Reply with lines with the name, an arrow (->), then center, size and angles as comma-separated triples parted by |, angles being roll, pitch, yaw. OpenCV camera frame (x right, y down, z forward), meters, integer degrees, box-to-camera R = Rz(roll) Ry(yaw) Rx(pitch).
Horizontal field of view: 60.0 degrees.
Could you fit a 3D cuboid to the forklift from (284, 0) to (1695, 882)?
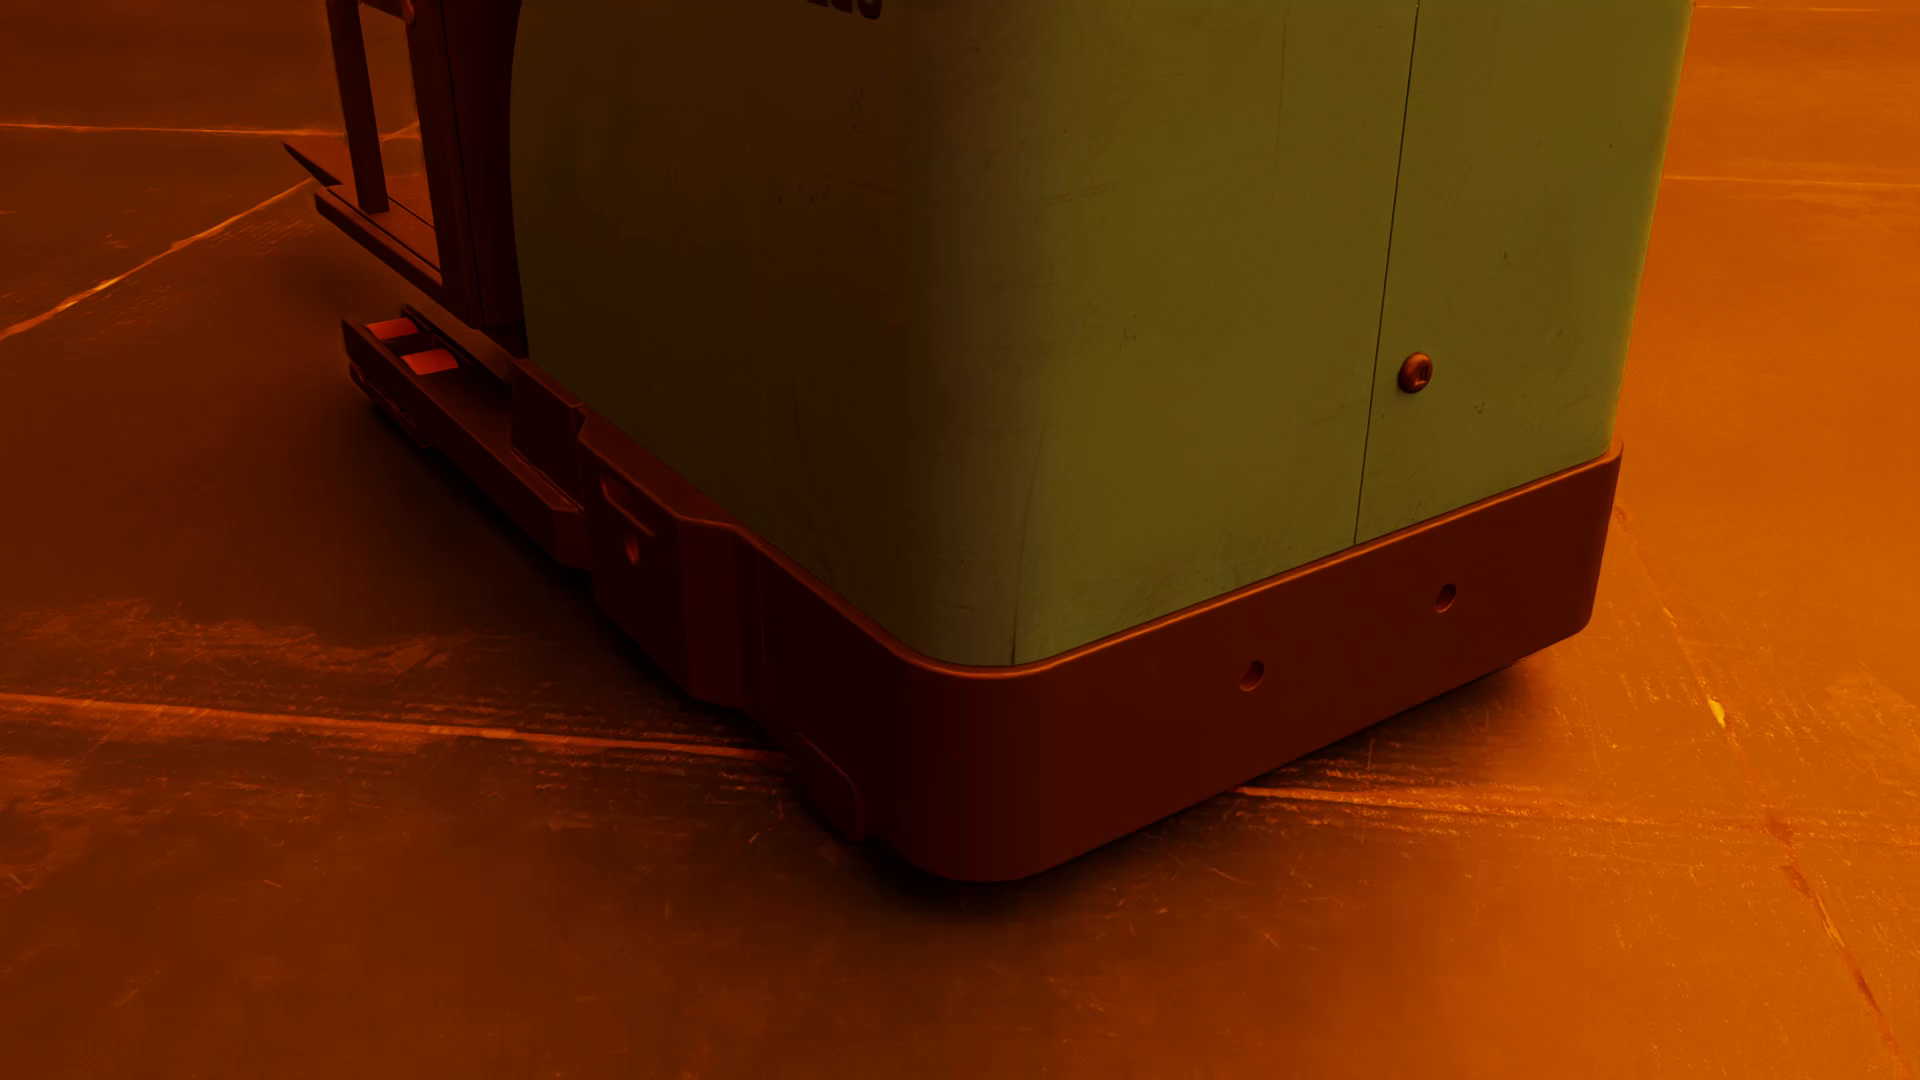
forklift -> -0.432, -1.576, 2.376 | 1.130, 2.935, 3.031 | -17, 31, -31
